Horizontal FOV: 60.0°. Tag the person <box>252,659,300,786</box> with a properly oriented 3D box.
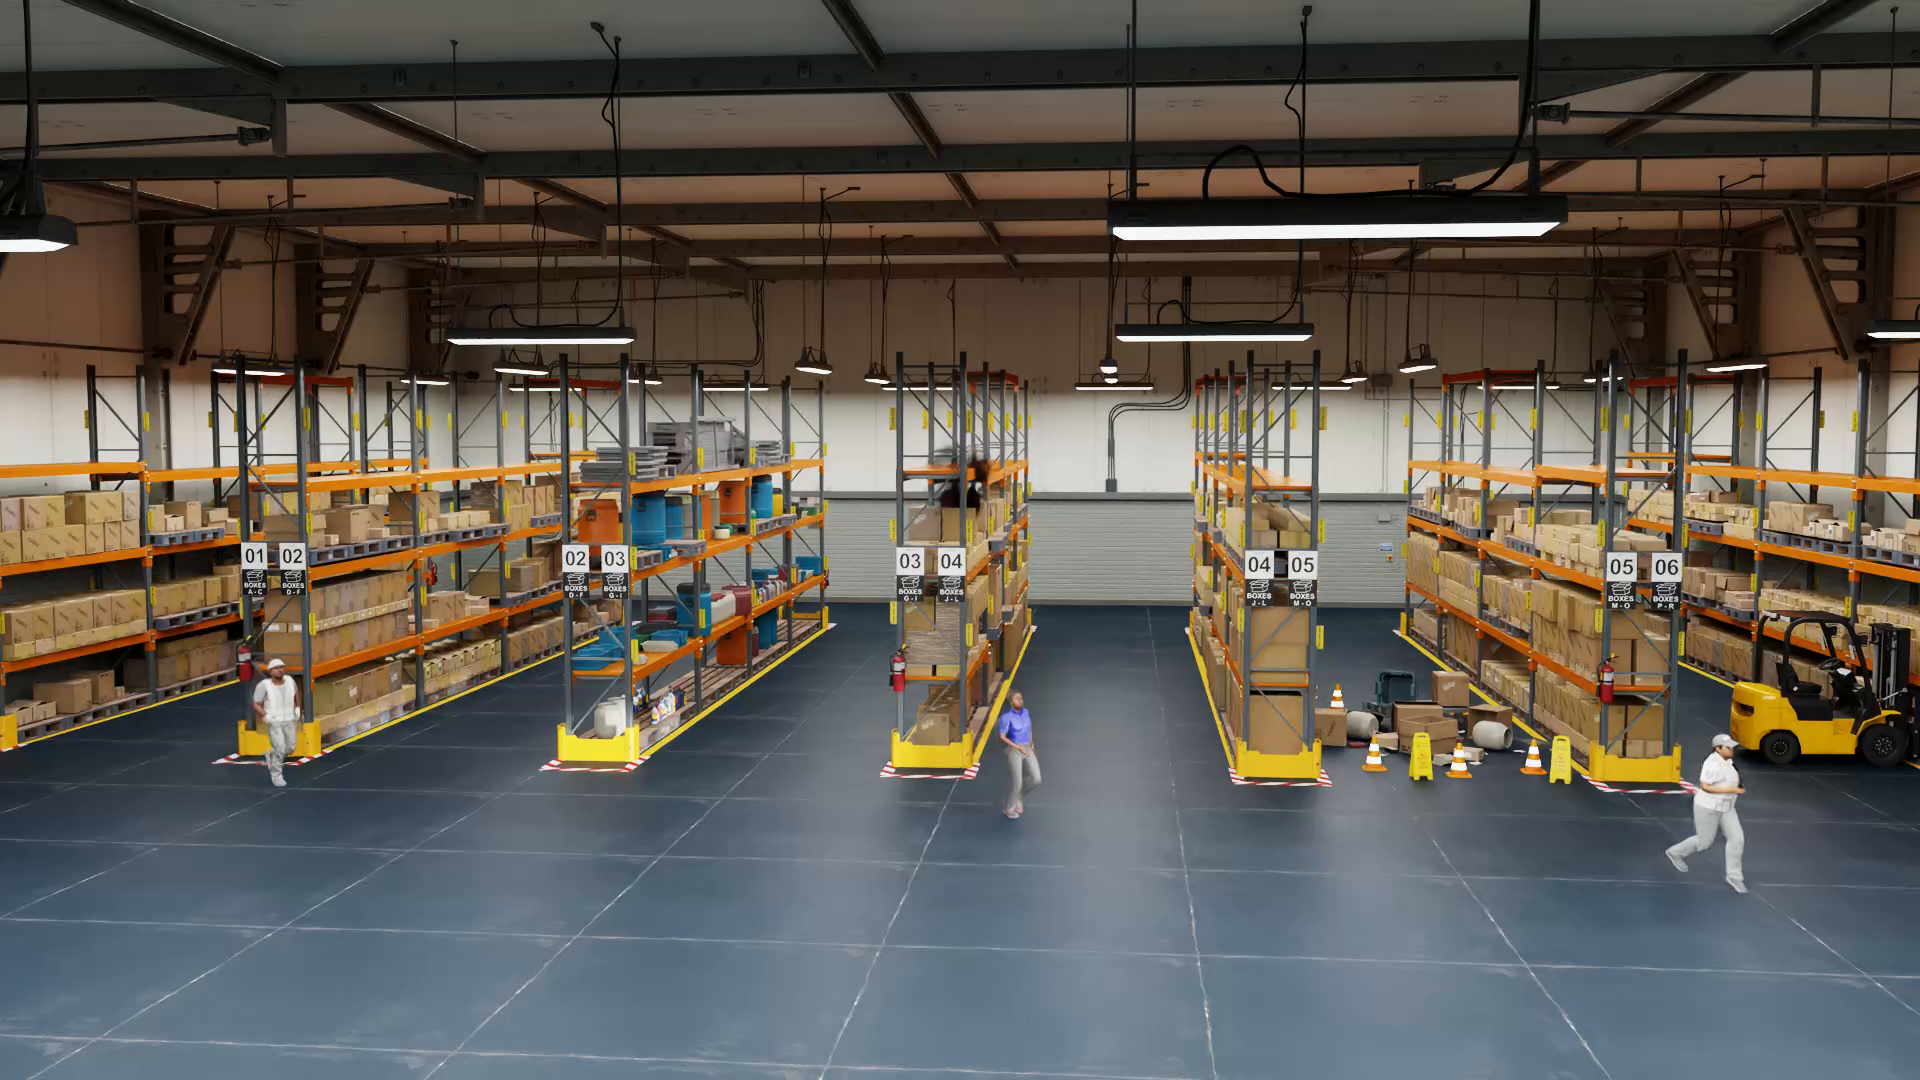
[{"bbox_3d":[-9.434,2.506,23.003,0.626,1.757,0.697,3,5,40],"label":"person"}]

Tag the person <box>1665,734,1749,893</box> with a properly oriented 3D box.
[{"bbox_3d":[8.106,2.928,17.966,0.619,1.716,0.909,-3,5,-37],"label":"person"}]

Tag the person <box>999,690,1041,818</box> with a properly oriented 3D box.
[{"bbox_3d":[0.763,2.705,20.997,0.581,1.616,0.542,-3,5,-38],"label":"person"}]
